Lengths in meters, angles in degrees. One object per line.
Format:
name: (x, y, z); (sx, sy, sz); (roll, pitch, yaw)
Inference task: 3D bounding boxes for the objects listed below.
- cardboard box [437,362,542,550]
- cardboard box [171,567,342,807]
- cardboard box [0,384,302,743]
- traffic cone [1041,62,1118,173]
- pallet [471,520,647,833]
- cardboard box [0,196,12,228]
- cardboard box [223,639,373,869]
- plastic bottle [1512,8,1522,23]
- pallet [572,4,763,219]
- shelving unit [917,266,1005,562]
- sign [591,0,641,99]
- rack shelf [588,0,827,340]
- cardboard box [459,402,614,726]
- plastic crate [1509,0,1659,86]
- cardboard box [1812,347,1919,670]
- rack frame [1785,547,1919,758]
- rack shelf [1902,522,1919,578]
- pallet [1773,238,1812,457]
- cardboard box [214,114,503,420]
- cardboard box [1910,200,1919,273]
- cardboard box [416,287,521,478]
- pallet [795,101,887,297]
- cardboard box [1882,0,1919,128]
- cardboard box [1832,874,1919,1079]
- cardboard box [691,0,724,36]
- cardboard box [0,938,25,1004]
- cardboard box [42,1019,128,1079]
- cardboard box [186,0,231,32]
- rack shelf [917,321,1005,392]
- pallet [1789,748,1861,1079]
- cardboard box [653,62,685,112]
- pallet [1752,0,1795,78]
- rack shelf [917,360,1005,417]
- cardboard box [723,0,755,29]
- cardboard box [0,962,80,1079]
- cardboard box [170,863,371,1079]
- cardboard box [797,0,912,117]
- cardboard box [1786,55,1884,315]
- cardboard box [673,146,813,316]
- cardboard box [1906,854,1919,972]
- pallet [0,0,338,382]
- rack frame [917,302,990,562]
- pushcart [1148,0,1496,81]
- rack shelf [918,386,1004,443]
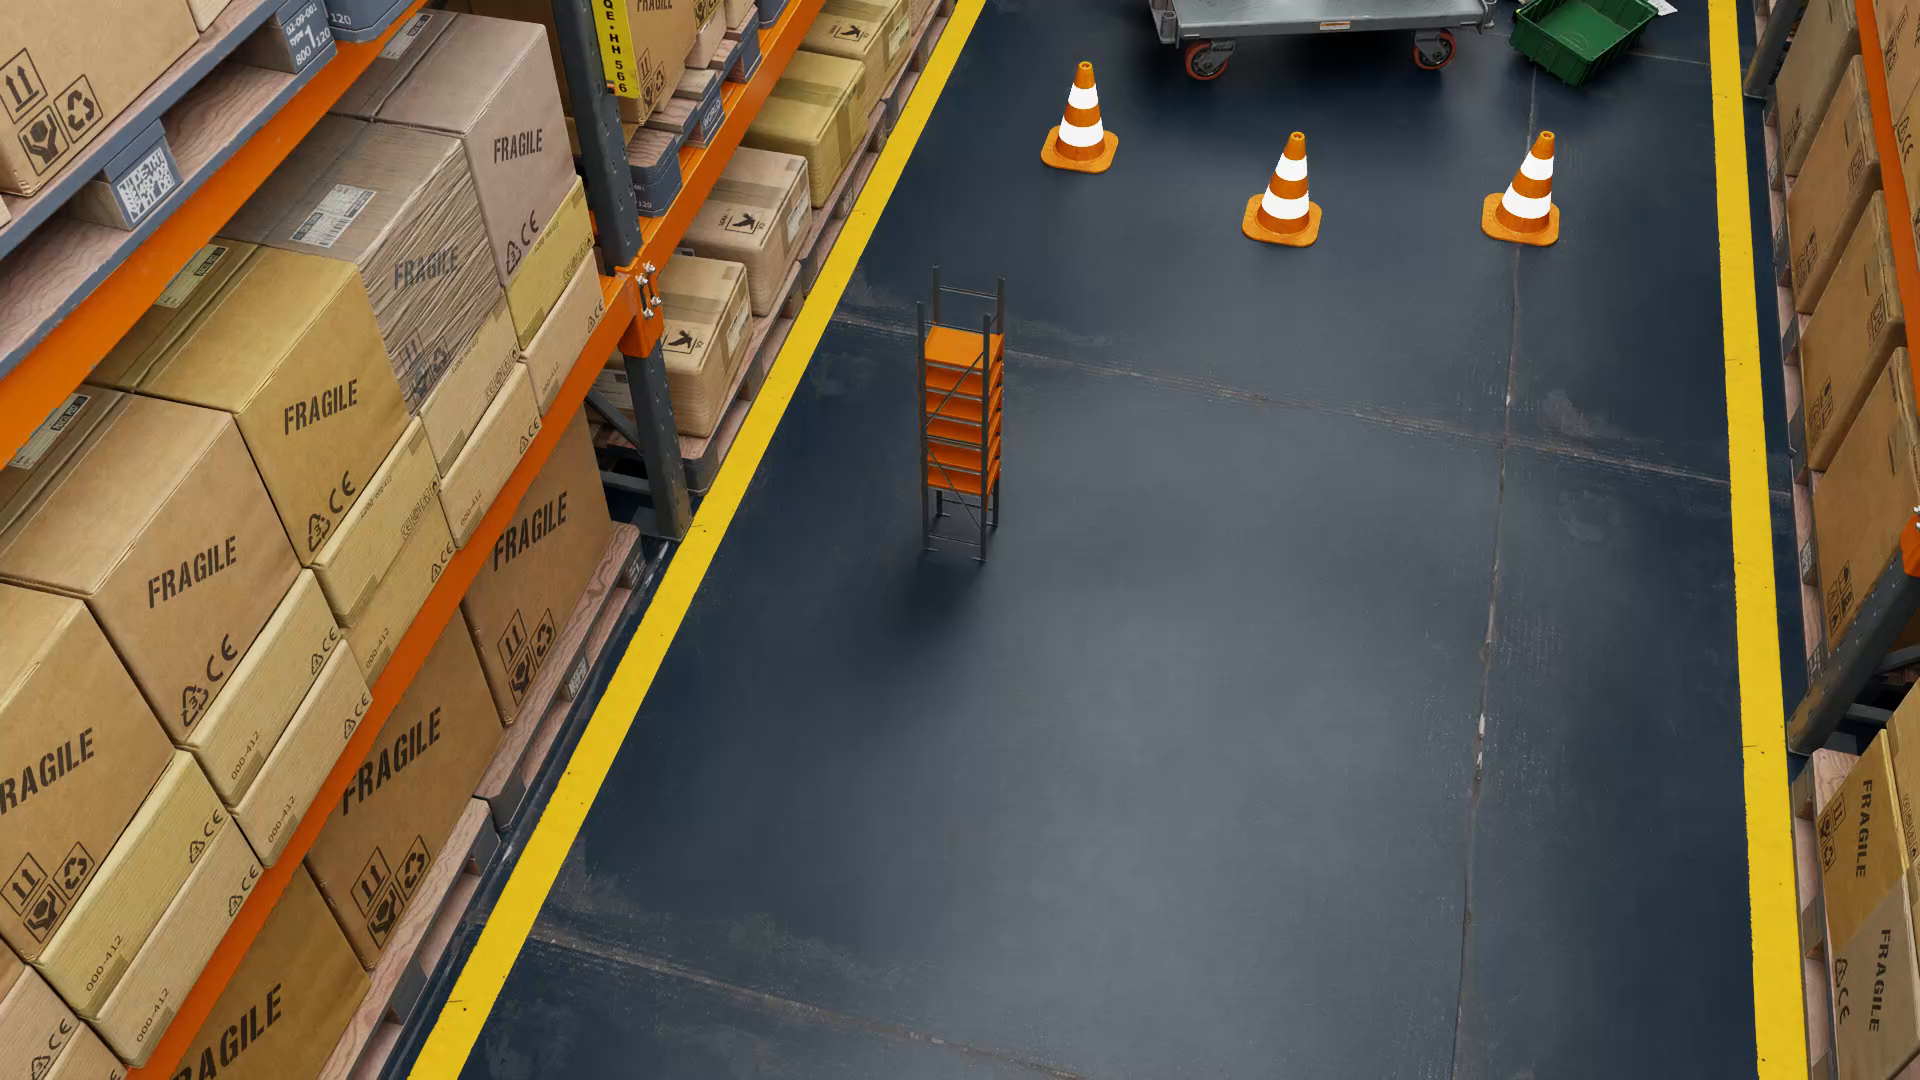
cardboard box: (-1.512, -0.282, 4.598); (0.500, 0.250, 0.500); (12, 50, 11)
cardboard box: (-1.775, 0.285, 3.764); (0.500, 0.250, 0.500); (10, 49, 9)
cardboard box: (-1.798, 0.036, 3.484); (0.500, 0.500, 0.500); (11, 49, 9)
traffic cone: (0.567, -2.002, 7.708); (0.336, 0.463, 0.334); (12, 50, 10)
pallet: (-1.790, 0.357, 5.794); (1.003, 0.211, 1.213); (12, 50, 10)
cardboard box: (-1.744, -0.567, 2.559); (0.396, 0.266, 0.258); (15, 50, 13)
cardboard box: (-1.767, 0.454, 3.949); (0.500, 0.250, 0.500); (11, 49, 9)
plastic bottle: (2.961, -2.636, 8.536); (0.133, 0.061, 0.283); (-11, 50, -10)
pallet: (-1.425, -1.594, 5.784); (1.213, 0.211, 1.003); (12, 50, 10)
shelving unit: (0.004, -0.407, 5.809); (0.258, 1.200, 0.189); (12, 50, 10)
sign: (-0.974, -1.397, 4.710); (0.100, 0.325, 0.005); (12, 50, 10)
rack shelf: (-0.984, -2.330, 6.785); (1.077, 0.370, 4.000); (12, 50, 10)
cardboard box: (-1.772, -0.074, 5.452); (0.875, 0.875, 0.875); (11, 50, 10)
plastic crate: (3.126, -2.583, 8.367); (0.662, 0.188, 0.450); (-37, 68, -28)
cardboard box: (3.539, -0.035, 5.500); (1.050, 0.750, 0.750); (11, 49, 10)
rack frame: (3.292, -0.217, 4.441); (1.000, 3.000, 0.127); (12, 50, 10)
rack shelf: (2.765, 1.467, 3.434); (1.077, 0.370, 4.000); (12, 50, 10)
pallet: (3.895, -0.730, 6.753); (1.003, 0.211, 1.213); (12, 50, 10)
cardboard box: (-1.521, -0.687, 4.122); (0.500, 0.500, 0.500); (12, 50, 11)
cardboard box: (3.284, -0.990, 5.056); (0.500, 0.500, 0.500); (12, 50, 10)
cardboard box: (-1.524, -0.465, 4.426); (0.500, 0.250, 0.500); (10, 49, 9)
pallet: (-0.980, -1.643, 7.559); (1.003, 0.211, 1.213); (12, 50, 10)
cardboard box: (3.546, -1.723, 5.703); (0.500, 0.500, 0.500); (12, 50, 11)
cardboard box: (2.731, 1.296, 4.492); (0.500, 0.500, 0.500); (12, 50, 10)
cardboard box: (-1.038, -2.050, 5.513); (0.500, 0.500, 0.500); (14, 50, 12)
cardboard box: (-2.063, 0.773, 2.833); (0.500, 0.500, 0.500); (11, 50, 10)
cardboard box: (-2.058, 1.181, 3.307); (0.500, 0.250, 0.500); (10, 49, 9)
cardboard box: (-1.535, -1.143, 3.067); (0.396, 0.266, 0.258); (10, 49, 9)
rack shelf: (0.004, -0.616, 5.573); (0.258, 0.103, 0.180); (12, 50, 10)
pallet: (3.085, 1.270, 4.988); (1.003, 0.211, 1.213); (12, 50, 10)
cardboard box: (-1.139, -1.573, 5.525); (0.380, 0.149, 0.250); (9, 49, 8)
pallet: (4.620, -2.723, 8.512); (1.003, 0.211, 1.213); (12, 50, 10)
rack shelf: (0.004, -0.537, 5.663); (0.258, 0.103, 0.180); (12, 50, 10)
cardboard box: (-0.930, -1.957, 5.864); (0.380, 0.149, 0.250); (12, 50, 10)
cardboard box: (-2.065, 1.011, 3.124); (0.500, 0.250, 0.500); (12, 50, 11)
cardboard box: (-2.247, 1.217, 4.312); (0.875, 0.875, 0.875); (13, 50, 11)
cardboard box: (-0.779, -2.383, 7.825); (0.950, 0.372, 0.625); (14, 50, 12)
cardboard box: (4.010, -1.341, 6.654); (1.050, 0.750, 0.750); (12, 50, 10)
cardboard box: (-1.165, -1.333, 6.898); (0.950, 0.372, 0.625); (11, 49, 9)
cardboard box: (2.743, 1.040, 4.218); (0.500, 0.250, 0.500); (11, 49, 10)
pallet: (-1.920, -0.766, 3.050); (1.003, 0.211, 1.213); (14, 50, 12)
rack frame: (-0.020, -0.341, 5.751); (0.240, 1.200, 0.006); (12, 50, 10)
pushcart: (1.755, -2.733, 8.410); (1.648, 0.377, 0.936); (-4, 49, -3)
rack shelf: (0.004, -0.457, 5.753); (0.258, 0.103, 0.180); (12, 50, 10)
